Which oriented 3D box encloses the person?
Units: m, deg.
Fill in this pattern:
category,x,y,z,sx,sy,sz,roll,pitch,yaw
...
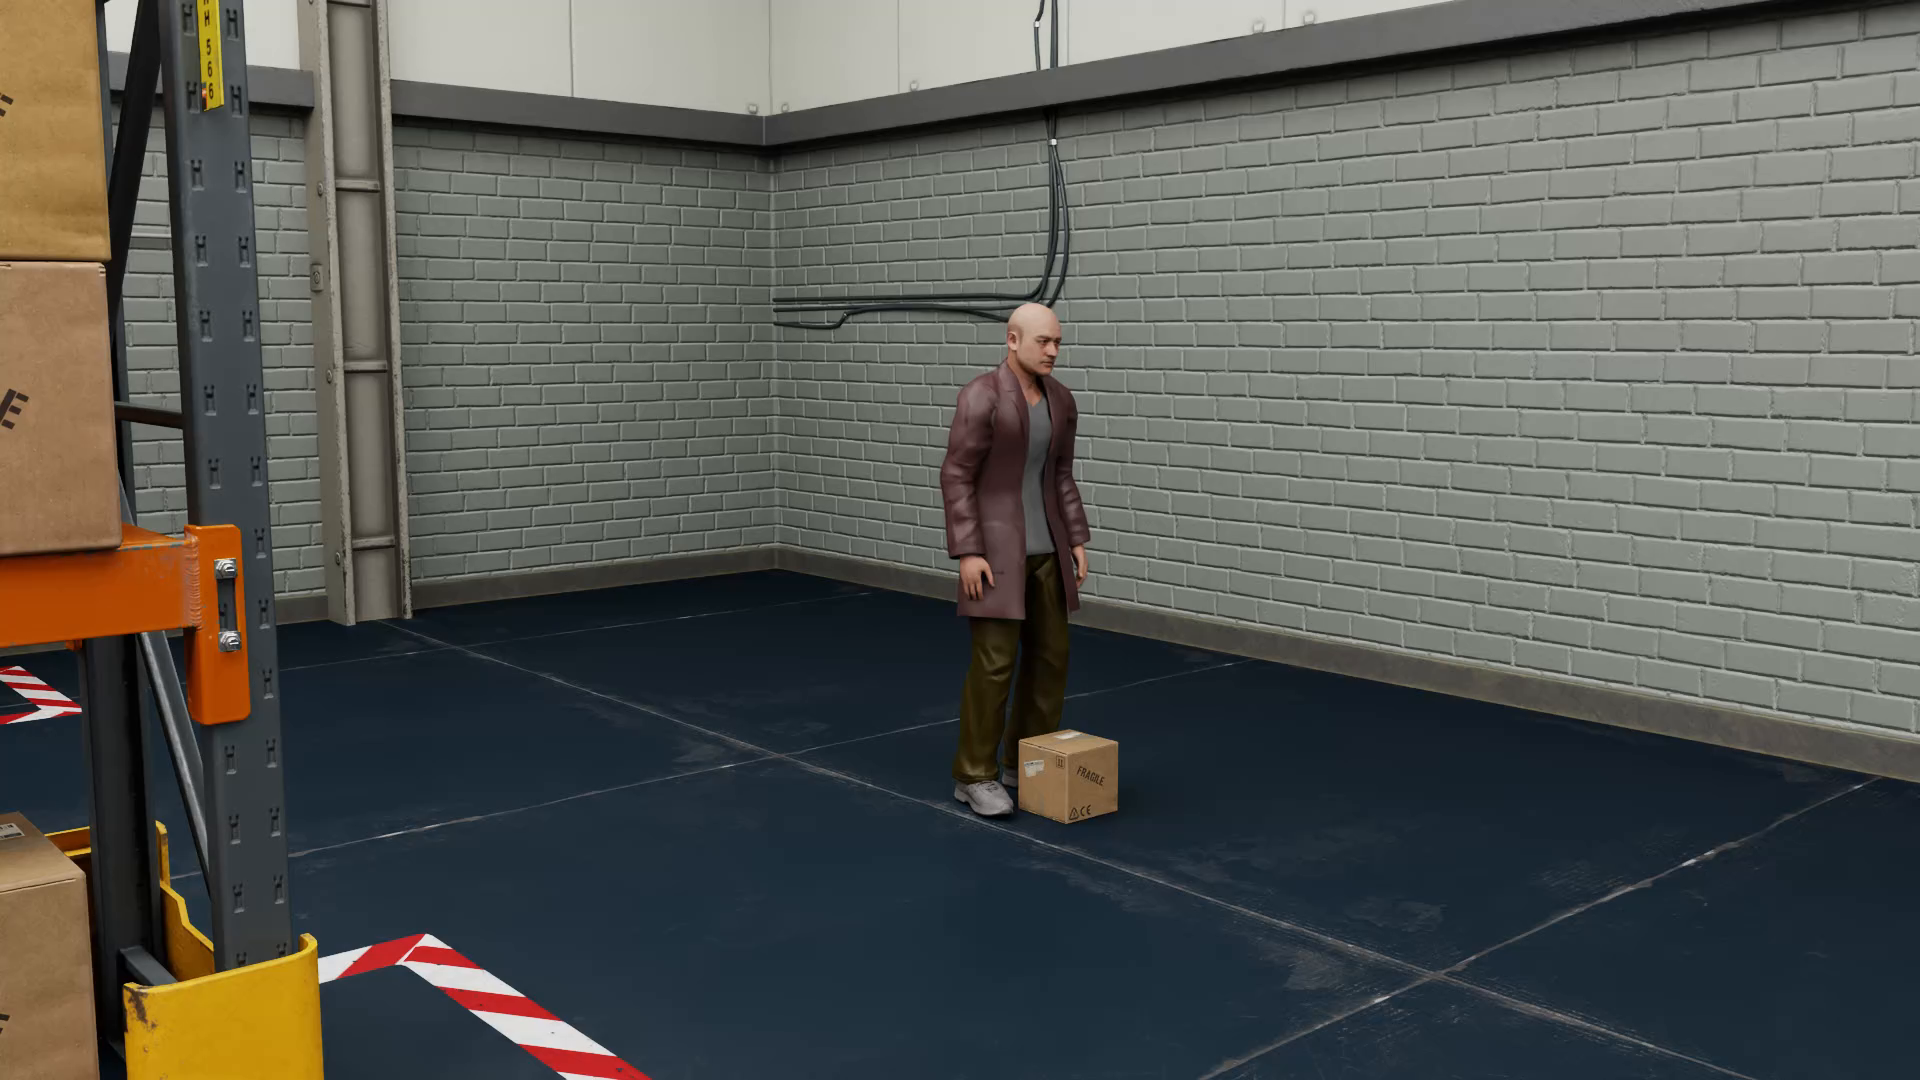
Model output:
category,x,y,z,sx,sy,sz,roll,pitch,yaw
person,0.212,0.051,5.931,0.643,1.774,0.424,-6,10,-40
